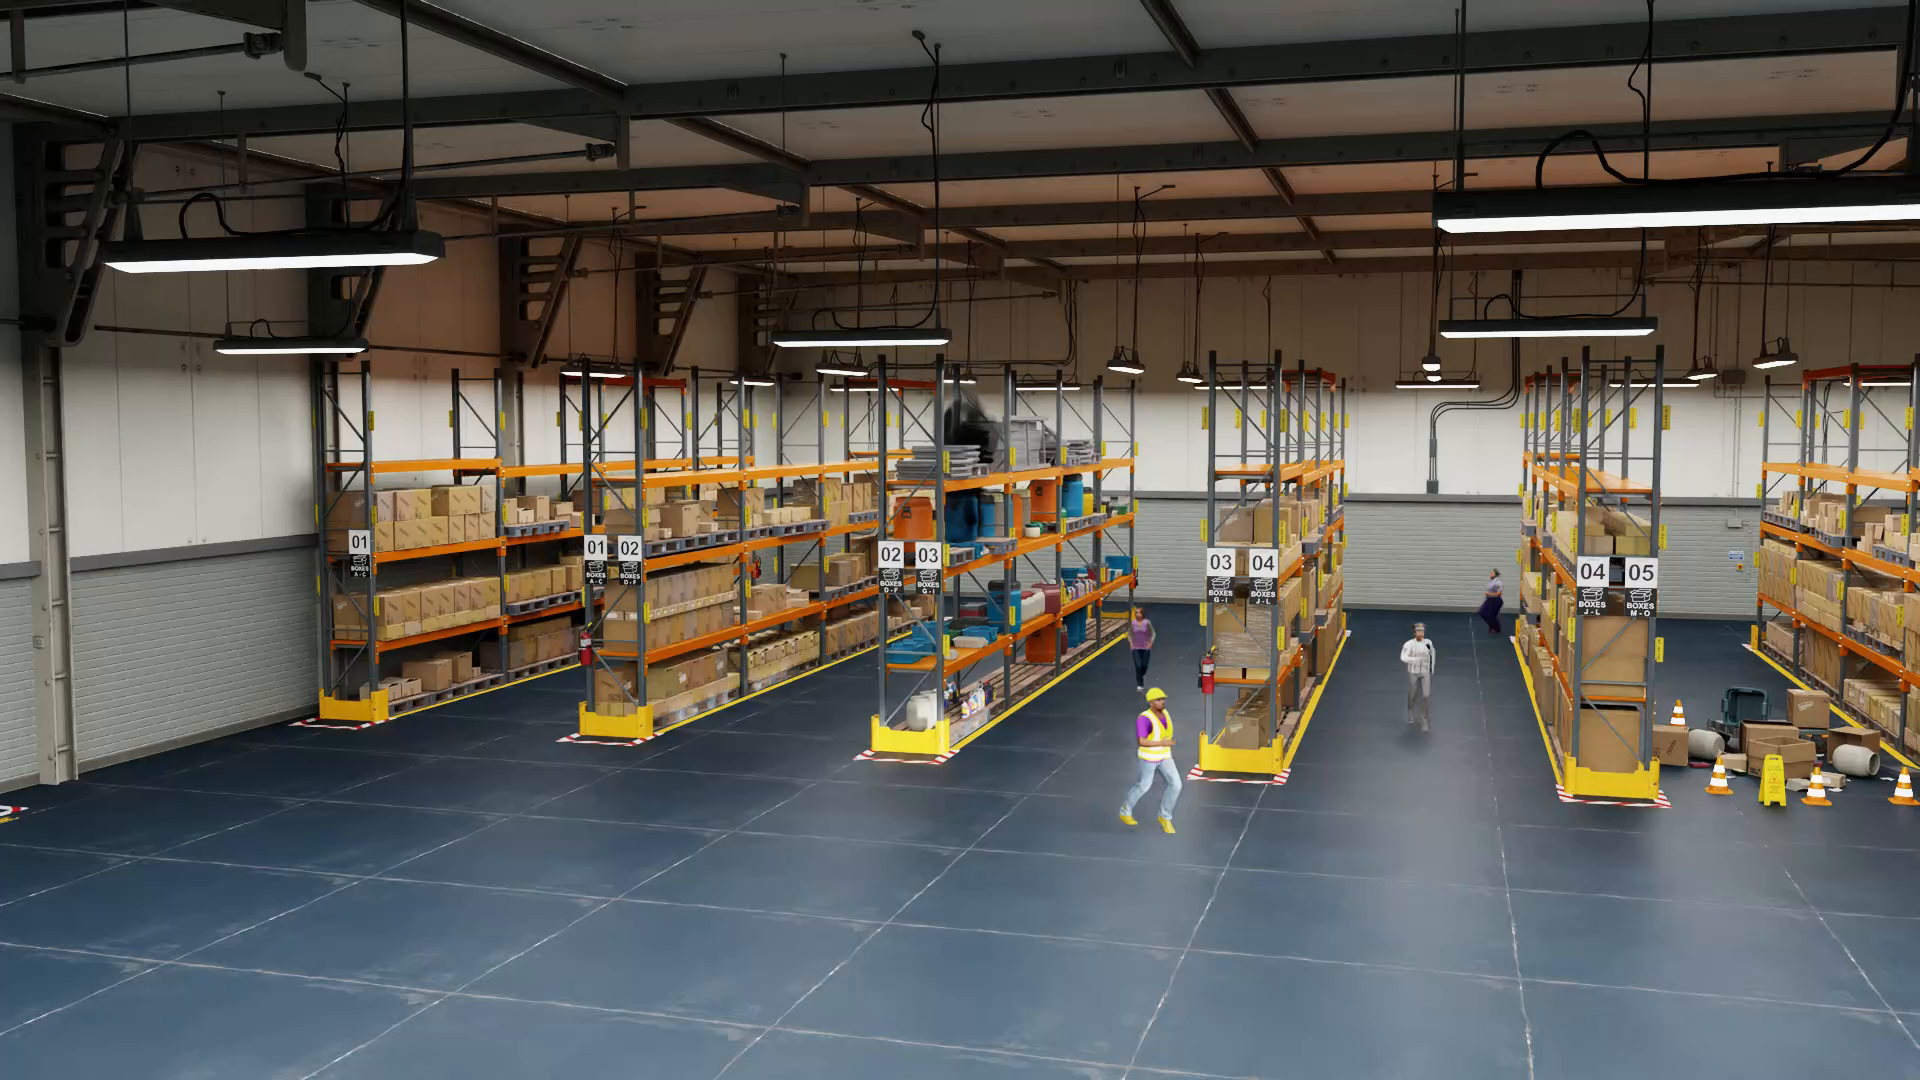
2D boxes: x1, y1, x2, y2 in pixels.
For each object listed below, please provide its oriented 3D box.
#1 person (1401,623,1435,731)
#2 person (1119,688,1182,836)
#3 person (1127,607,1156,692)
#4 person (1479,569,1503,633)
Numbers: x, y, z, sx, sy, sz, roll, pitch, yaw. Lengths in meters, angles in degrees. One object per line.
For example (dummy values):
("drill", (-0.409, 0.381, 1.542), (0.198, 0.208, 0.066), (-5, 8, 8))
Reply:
("person", (7.479, 2.217, 27.156), (0.600, 1.764, 0.789), (0, 4, 6))
("person", (2.364, 2.679, 20.235), (0.710, 1.800, 0.894), (-3, 5, -38))
("person", (3.360, 2.026, 30.889), (0.537, 1.568, 0.506), (1, 4, 12))
("person", (12.530, 1.444, 39.028), (0.563, 1.558, 0.744), (0, 4, -7))
